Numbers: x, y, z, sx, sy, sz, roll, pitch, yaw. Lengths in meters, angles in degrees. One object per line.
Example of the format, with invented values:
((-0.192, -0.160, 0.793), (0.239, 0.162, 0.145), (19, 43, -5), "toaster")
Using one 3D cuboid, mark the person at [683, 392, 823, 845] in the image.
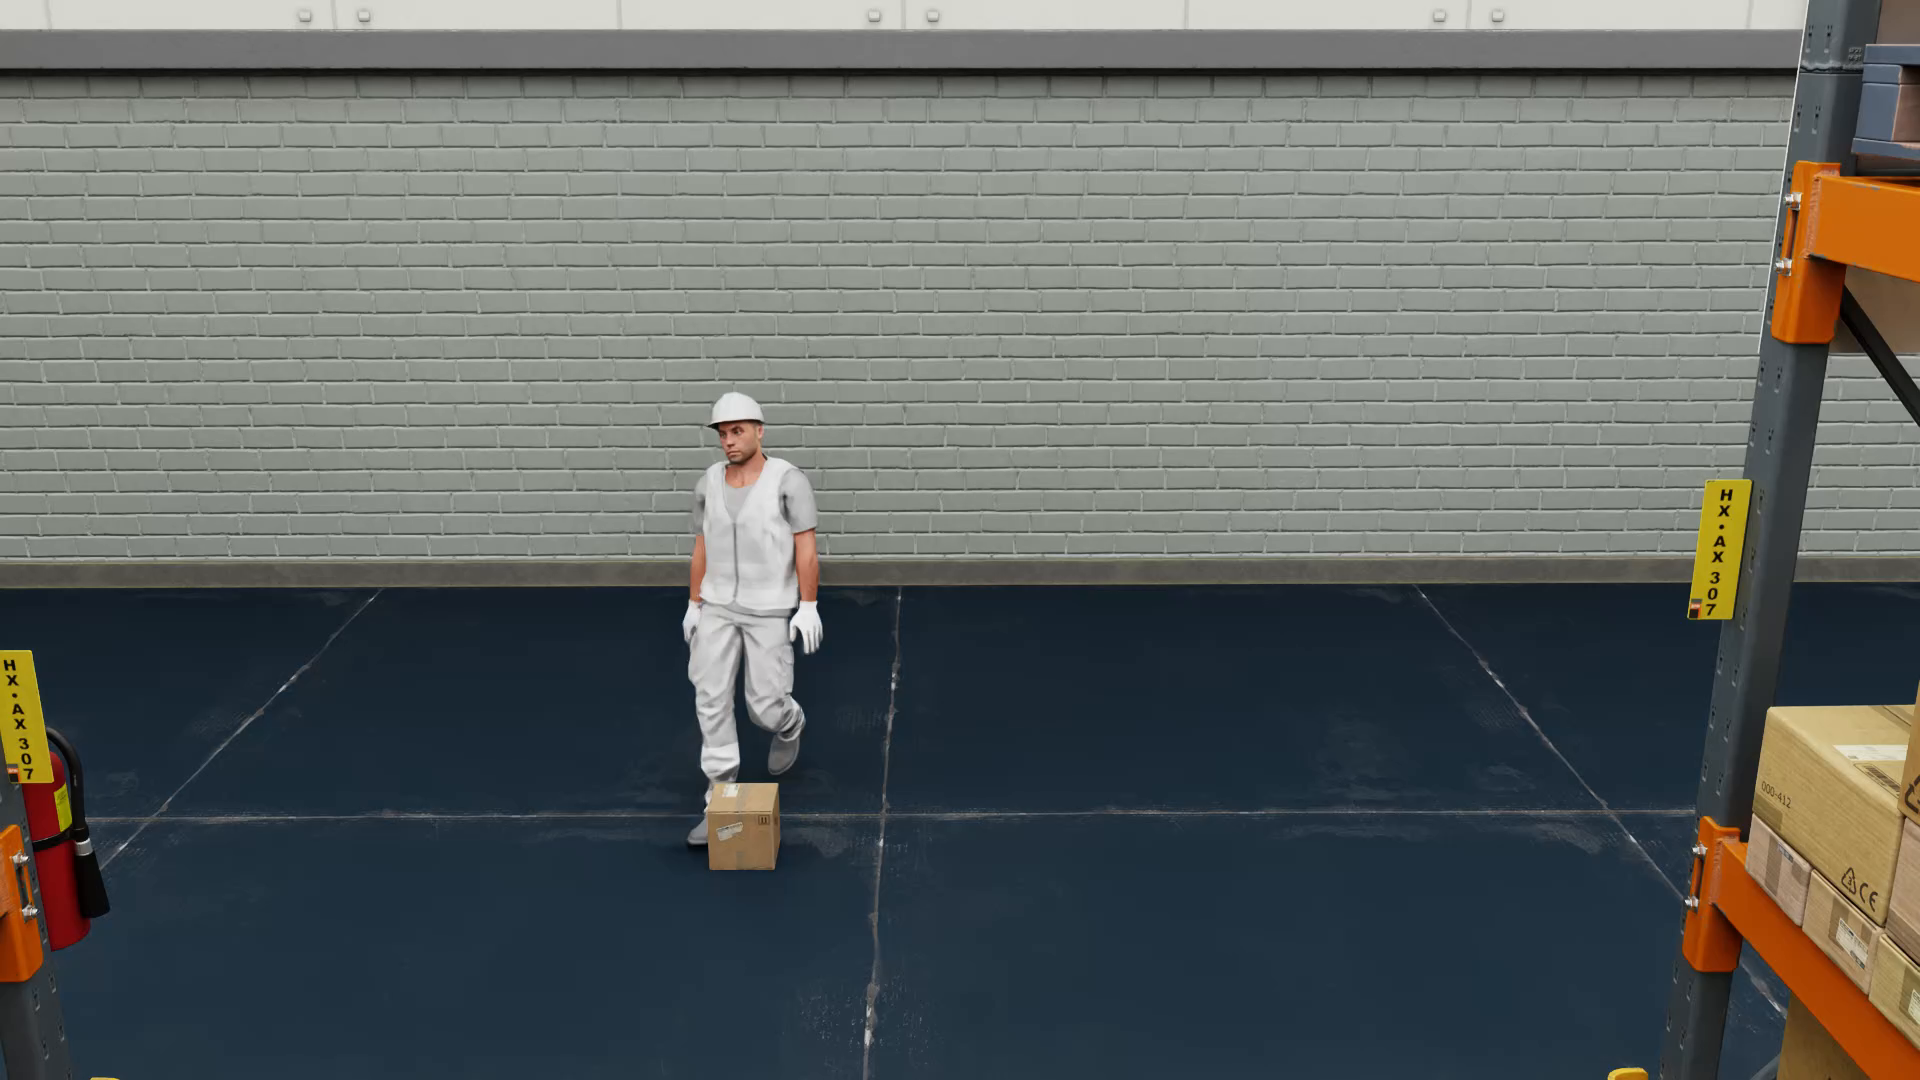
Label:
((-0.879, 0.300, 6.631), (0.626, 1.722, 0.853), (5, 18, 15), "person")
